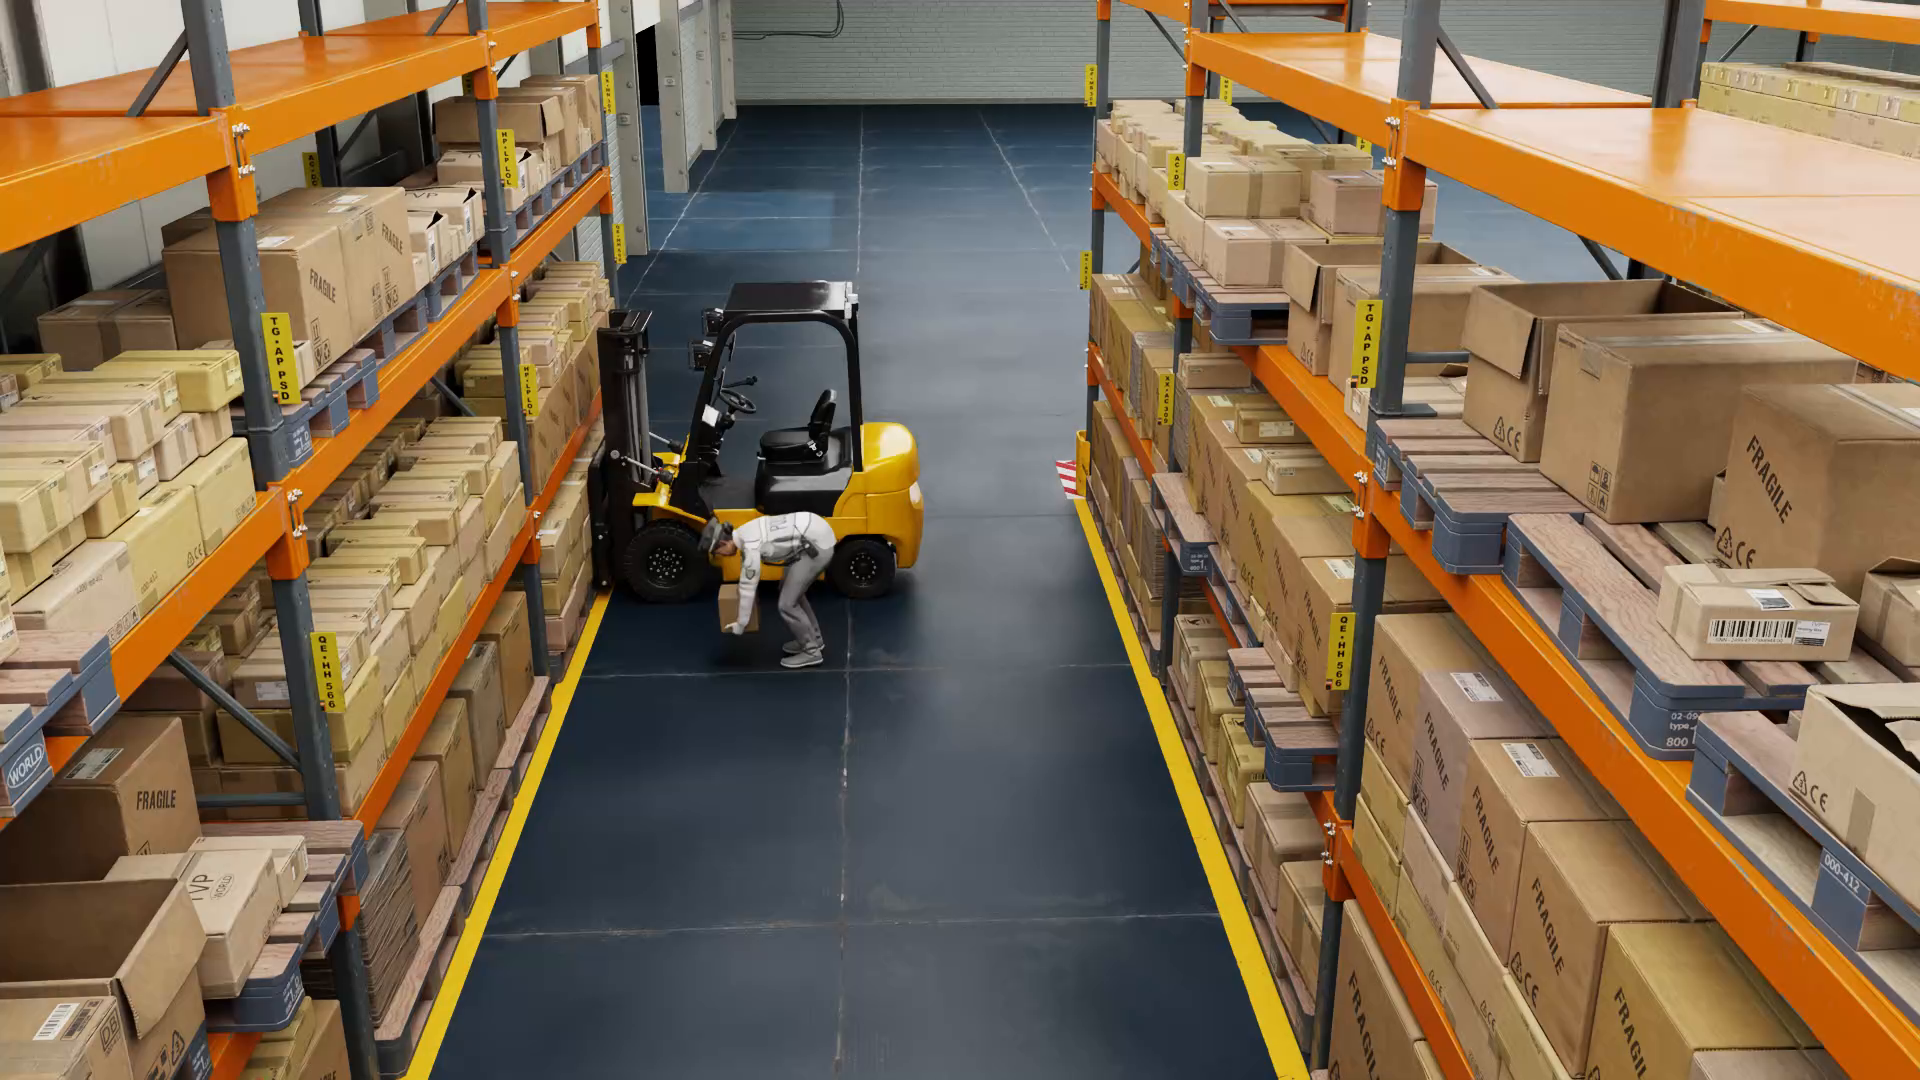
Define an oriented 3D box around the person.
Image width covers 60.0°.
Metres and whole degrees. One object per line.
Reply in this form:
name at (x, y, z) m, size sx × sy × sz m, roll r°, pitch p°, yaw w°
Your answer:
person at (-1.280, 0.328, 11.111) m, size 0.924 × 1.030 × 0.424 m, roll -2°, pitch 21°, yaw -5°
